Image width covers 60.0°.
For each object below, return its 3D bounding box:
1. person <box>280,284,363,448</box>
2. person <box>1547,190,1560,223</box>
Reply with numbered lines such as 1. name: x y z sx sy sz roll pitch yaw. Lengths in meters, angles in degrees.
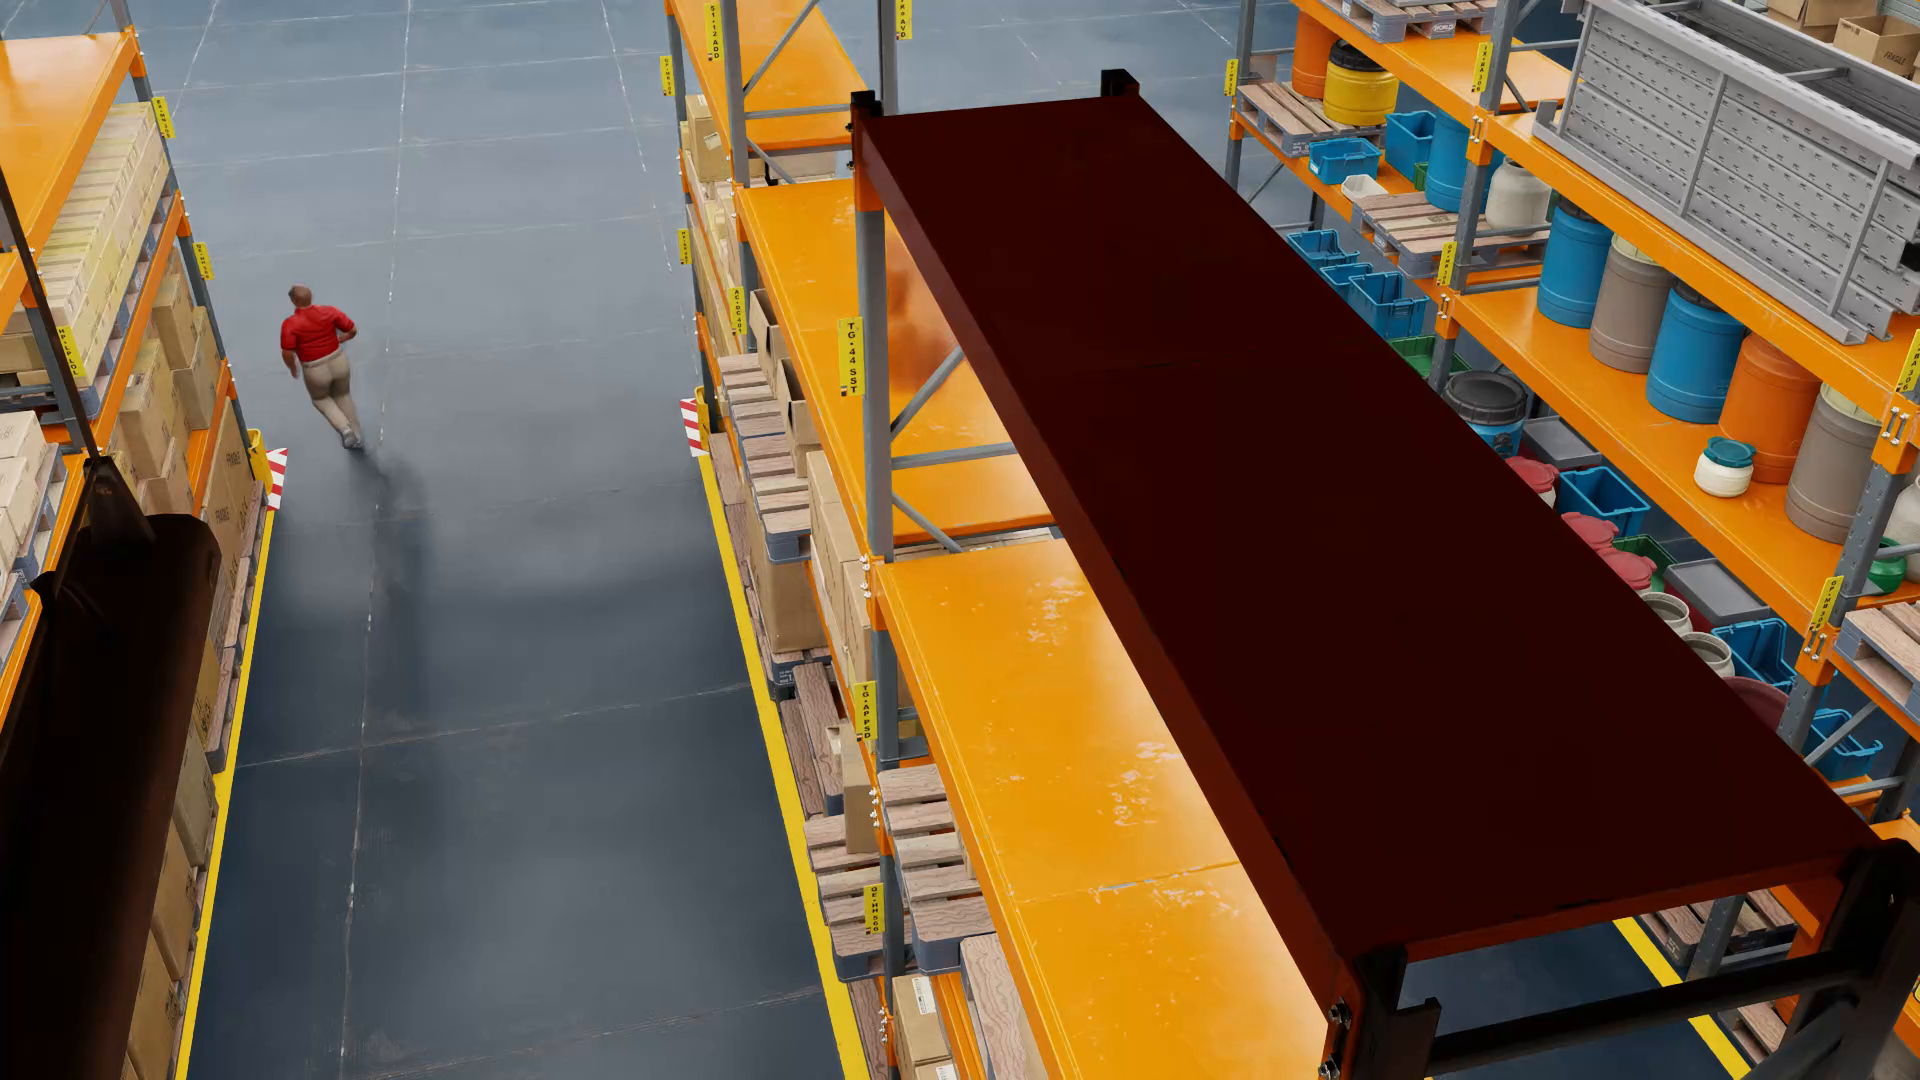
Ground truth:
1. person: -5.696 -1.537 14.864 0.694 1.684 0.569 -24 41 -31
2. person: 6.904 -4.049 18.449 0.866 1.782 0.668 5 35 7
